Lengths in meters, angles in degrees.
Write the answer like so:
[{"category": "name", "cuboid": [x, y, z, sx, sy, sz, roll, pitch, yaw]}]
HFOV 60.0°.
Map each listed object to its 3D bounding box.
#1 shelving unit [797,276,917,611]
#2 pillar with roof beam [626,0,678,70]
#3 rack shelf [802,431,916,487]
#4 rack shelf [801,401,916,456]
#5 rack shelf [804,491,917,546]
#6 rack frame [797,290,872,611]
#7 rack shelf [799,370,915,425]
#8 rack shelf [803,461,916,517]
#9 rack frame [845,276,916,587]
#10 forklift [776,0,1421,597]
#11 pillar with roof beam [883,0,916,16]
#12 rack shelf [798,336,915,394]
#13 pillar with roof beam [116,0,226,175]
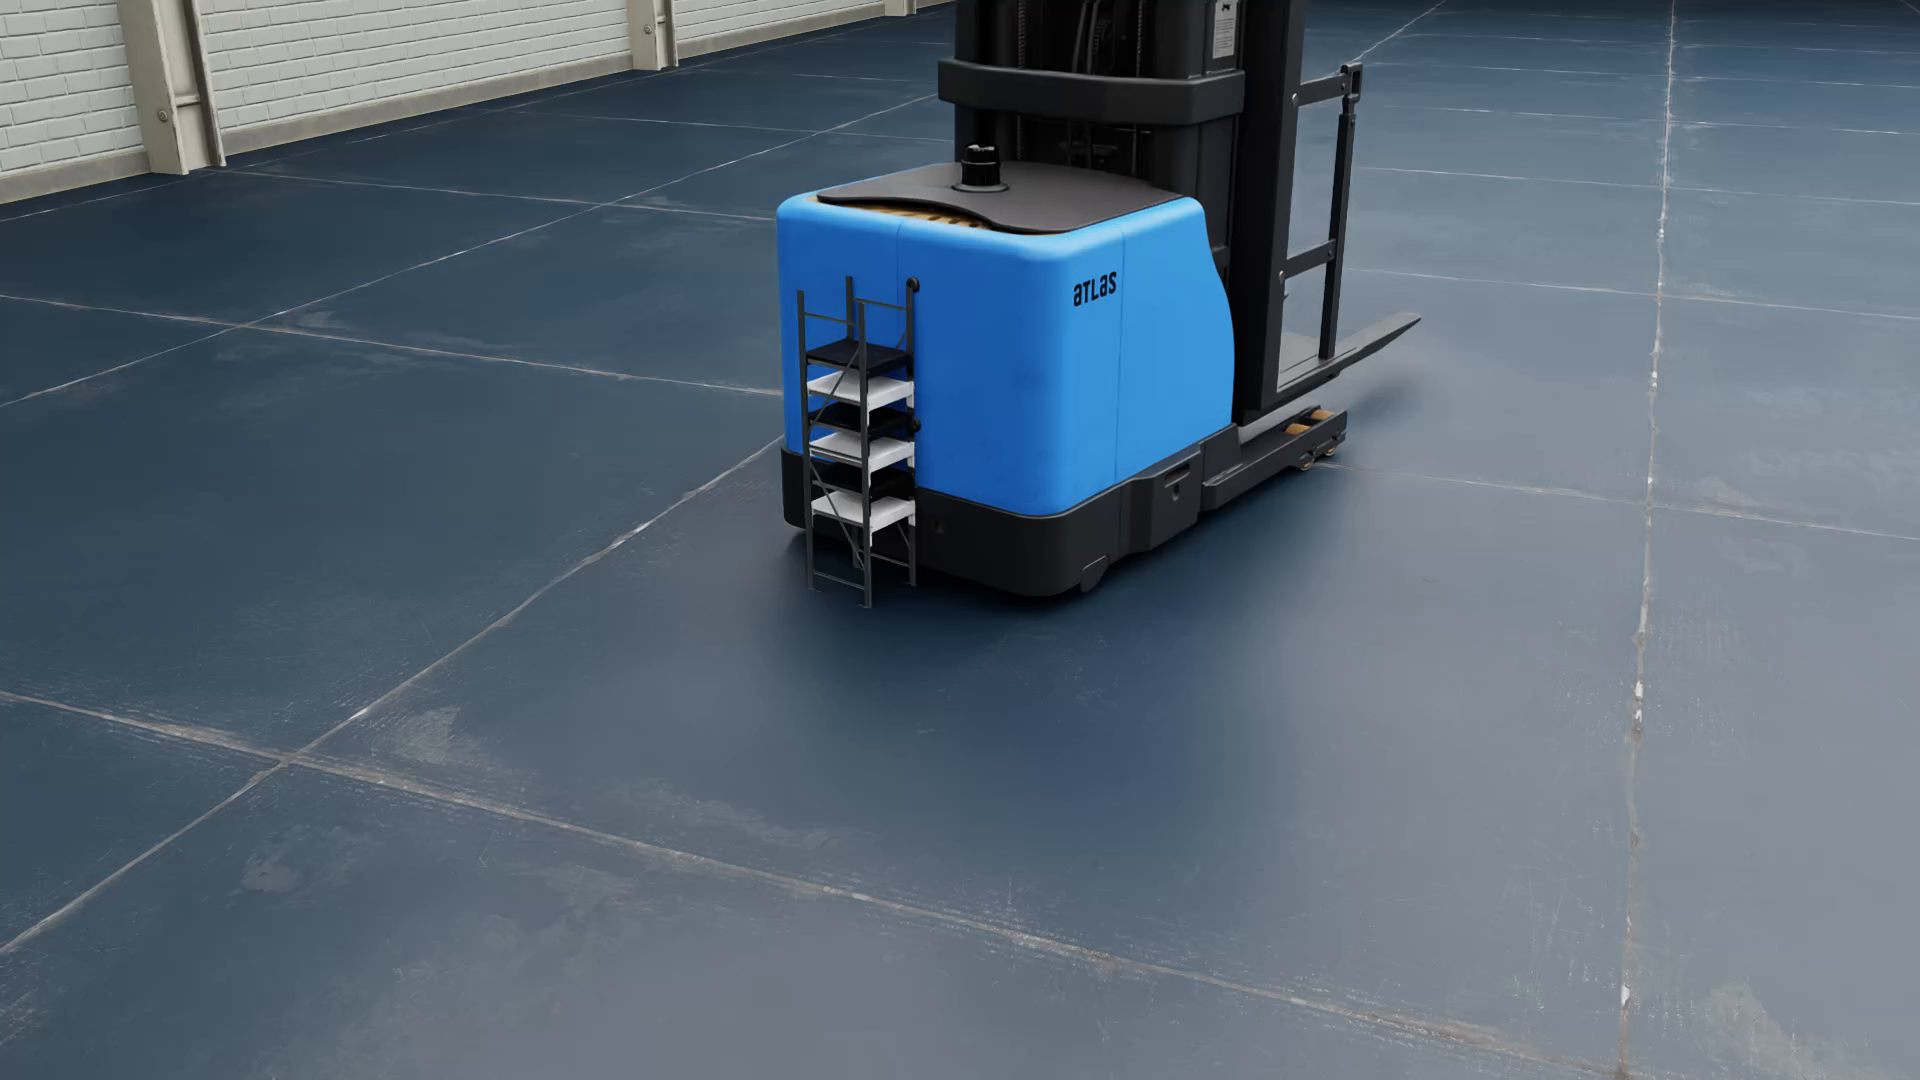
[{"category": "shelving unit", "cuboid": [-0.288, -0.273, 4.736, 0.258, 0.900, 0.210, 16, 28, 34]}, {"category": "pillar with roof beam", "cuboid": [0.982, -8.206, 13.221, 9.100, 9.000, 0.400, 9, 24, 20]}, {"category": "rack shelf", "cuboid": [-0.288, -0.242, 4.749, 0.258, 0.077, 0.200, 16, 28, 34]}, {"category": "rack shelf", "cuboid": [-0.288, -0.325, 4.714, 0.258, 0.077, 0.200, 16, 28, 34]}, {"category": "rack shelf", "cuboid": [-0.288, -0.076, 4.819, 0.258, 0.077, 0.200, 16, 28, 34]}, {"category": "rack frame", "cuboid": [-0.350, -0.242, 4.662, 0.240, 0.900, 0.006, 16, 28, 34]}, {"category": "rack shelf", "cuboid": [-0.288, -0.408, 4.680, 0.258, 0.077, 0.200, 16, 28, 34]}, {"category": "rack shelf", "cuboid": [-0.288, -0.159, 4.784, 0.258, 0.077, 0.200, 16, 28, 34]}, {"category": "rack frame", "cuboid": [-0.227, -0.304, 4.811, 0.240, 0.900, 0.006, 16, 28, 34]}, {"category": "forklift", "cuboid": [0.737, -1.696, 5.507, 1.130, 2.935, 3.031, 16, 28, 34]}, {"category": "pillar with roof beam", "cuboid": [3.211, -10.353, 18.361, 9.100, 9.000, 0.400, 9, 24, 20]}, {"category": "rack shelf", "cuboid": [-0.288, -0.492, 4.645, 0.258, 0.077, 0.200, 16, 28, 34]}, {"category": "pillar with roof beam", "cuboid": [-1.247, -6.059, 8.080, 9.100, 9.000, 0.400, 9, 24, 20]}]
